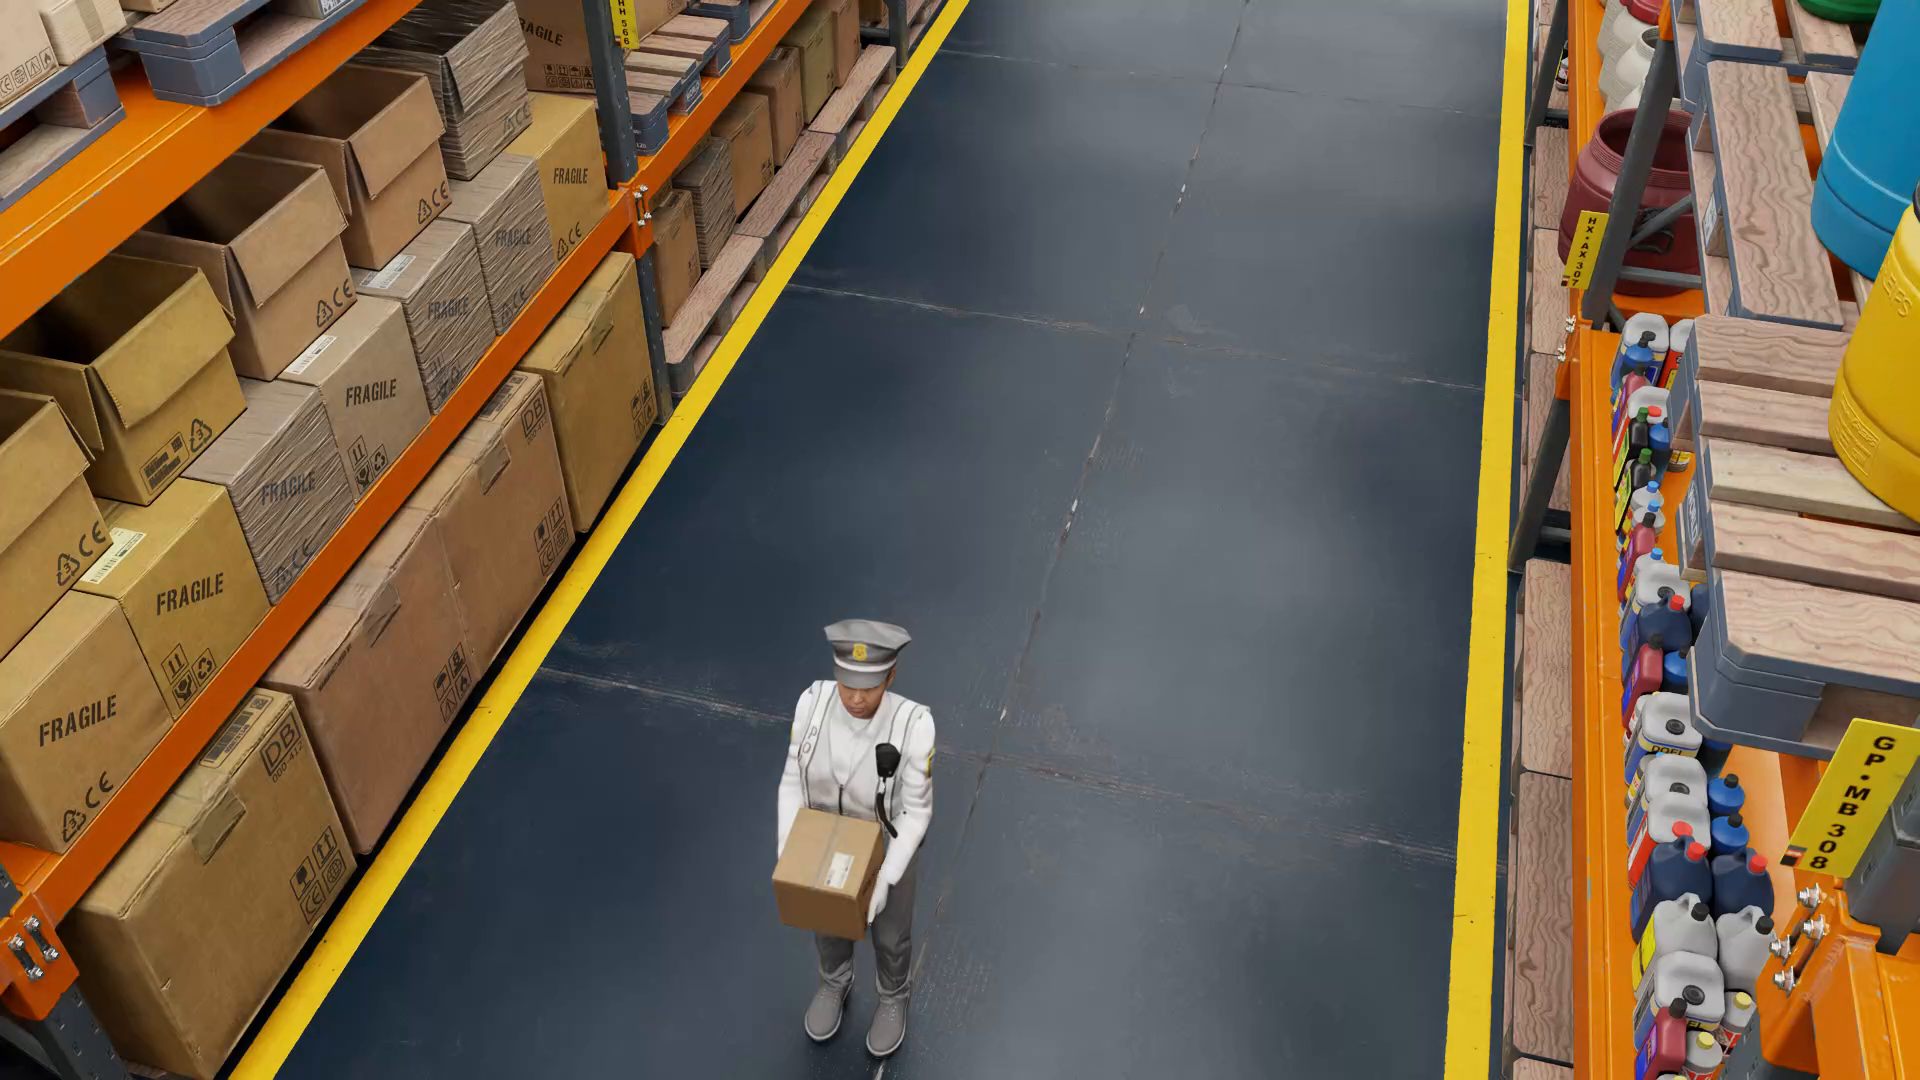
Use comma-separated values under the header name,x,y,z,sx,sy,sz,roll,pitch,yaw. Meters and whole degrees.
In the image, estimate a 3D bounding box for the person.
name,x,y,z,sx,sy,sz,roll,pitch,yaw
person,-0.313,0.951,5.050,0.466,1.693,0.554,10,42,11
